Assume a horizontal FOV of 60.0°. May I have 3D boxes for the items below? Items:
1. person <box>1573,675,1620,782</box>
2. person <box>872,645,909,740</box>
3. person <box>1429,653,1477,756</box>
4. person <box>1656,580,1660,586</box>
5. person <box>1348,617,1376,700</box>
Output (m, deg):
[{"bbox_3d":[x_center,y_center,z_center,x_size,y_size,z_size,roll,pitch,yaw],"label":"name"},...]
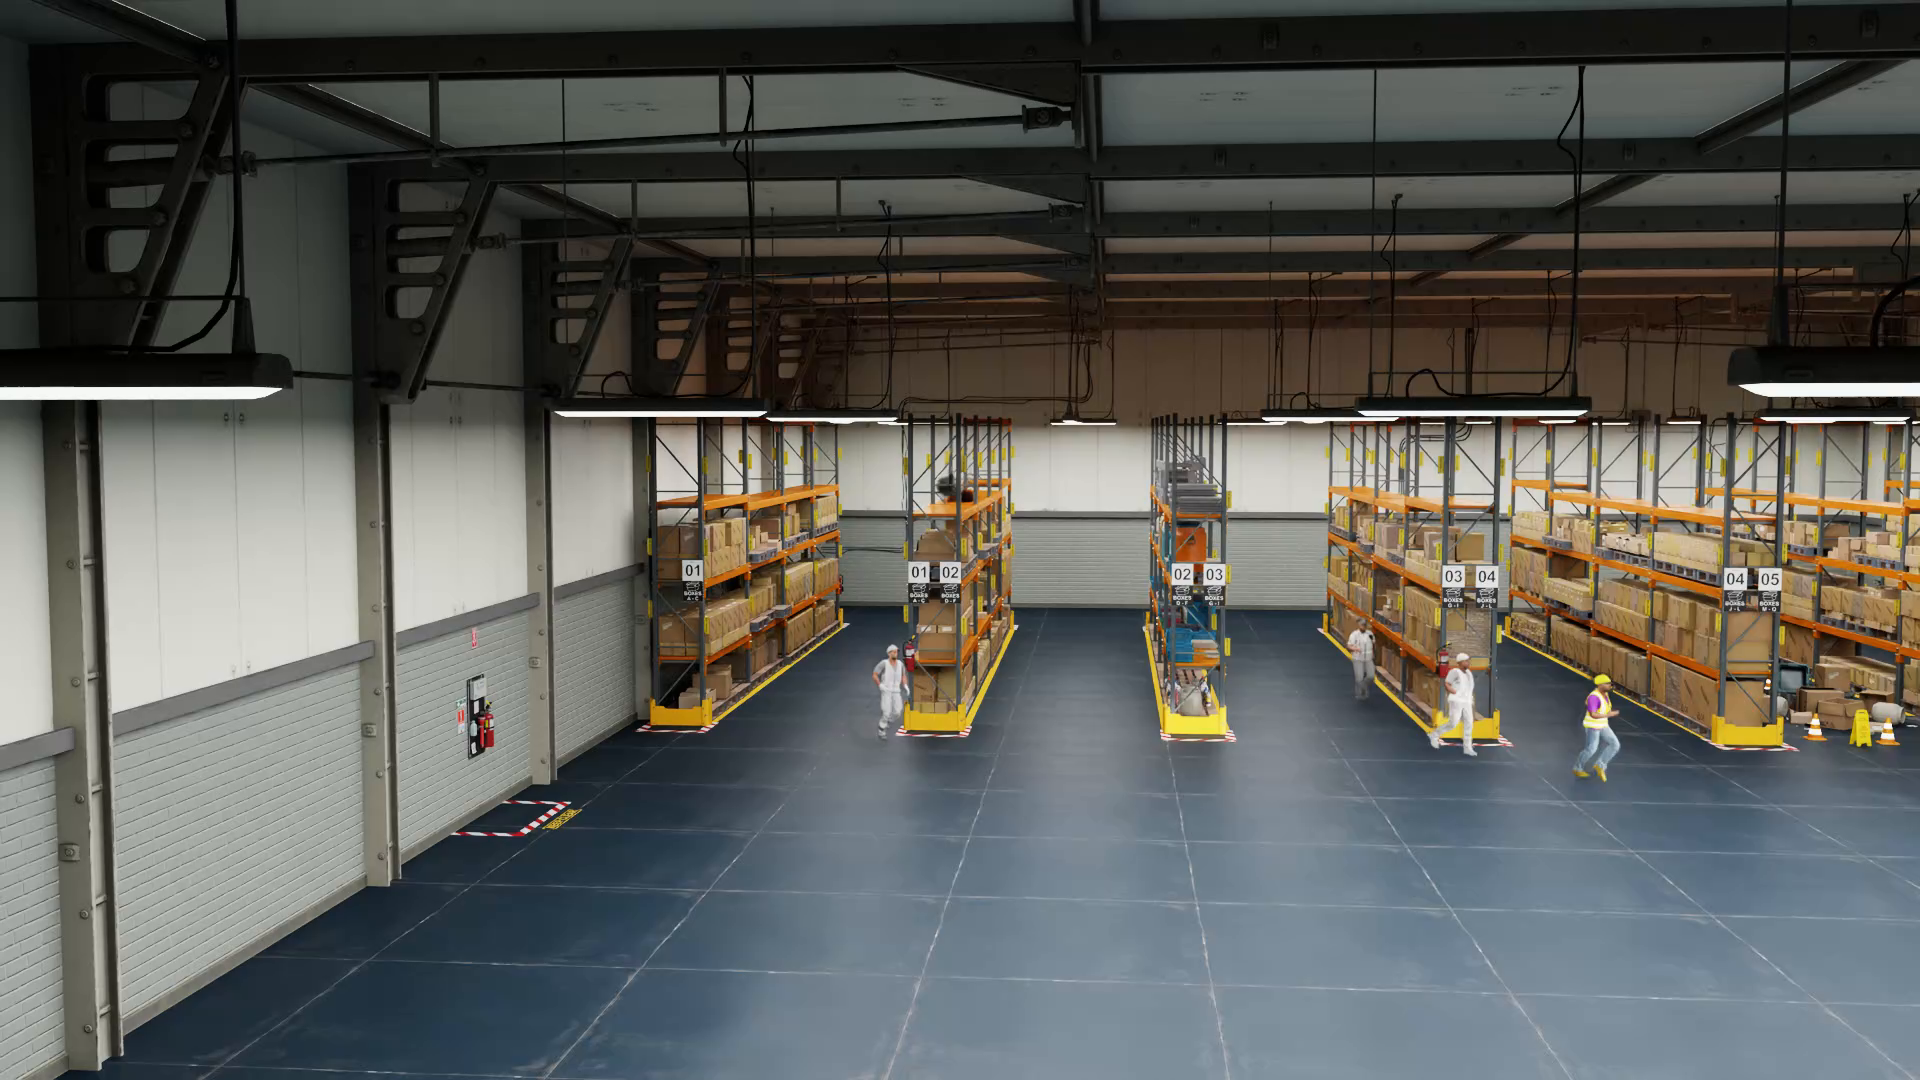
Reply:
[{"bbox_3d":[10.309,3.033,26.880,0.733,1.748,0.803,-4,5,-43],"label":"person"},{"bbox_3d":[-1.253,2.804,30.546,0.731,1.727,0.526,-2,4,-30],"label":"person"},{"bbox_3d":[8.826,2.866,29.263,0.744,1.742,0.966,-3,5,-36],"label":"person"},{"bbox_3d":[19.699,1.730,47.134,0.779,1.698,0.705,1,4,18],"label":"person"},{"bbox_3d":[8.474,2.491,34.869,0.648,1.738,0.613,0,4,-2],"label":"person"}]
